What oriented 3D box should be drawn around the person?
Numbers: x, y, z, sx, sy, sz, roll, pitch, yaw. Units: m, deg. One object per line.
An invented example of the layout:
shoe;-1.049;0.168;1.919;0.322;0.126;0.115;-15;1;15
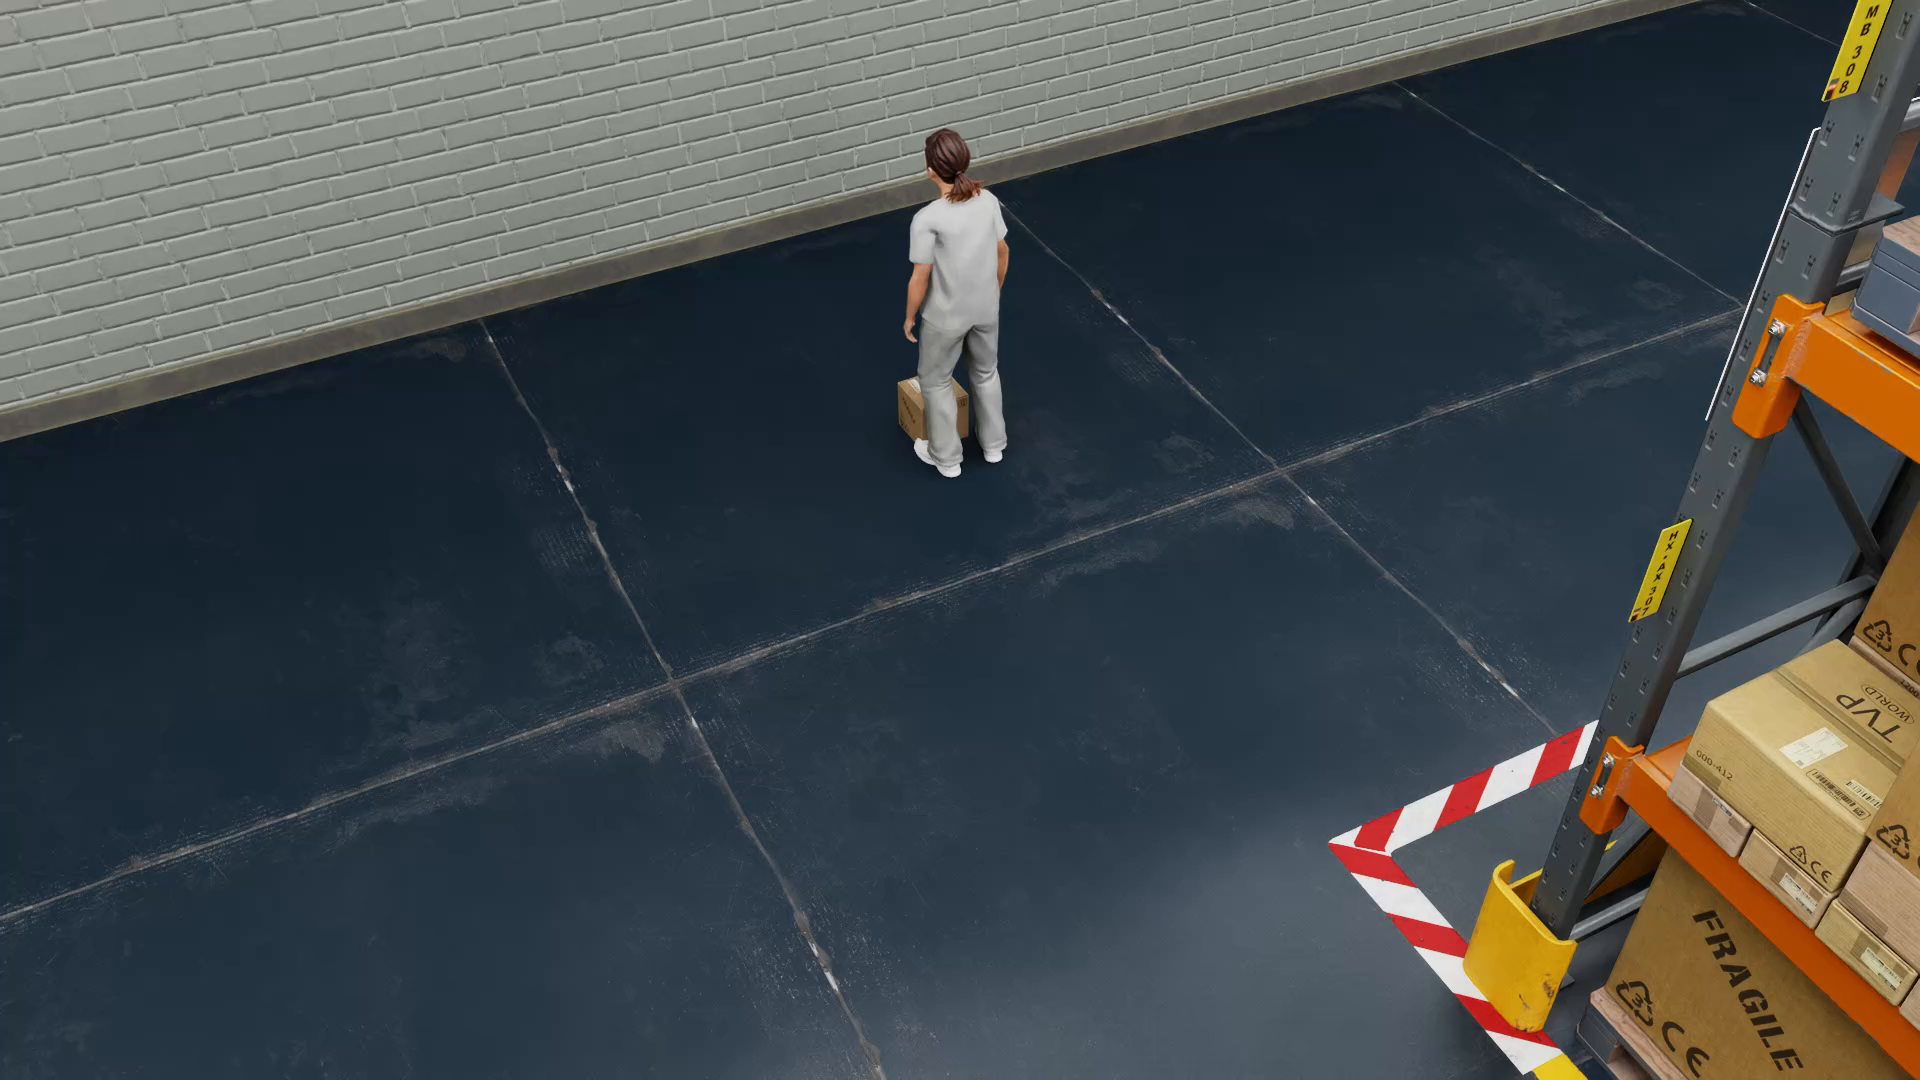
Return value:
person;-0.010;-1.015;7.310;0.508;1.673;0.356;-21;45;-22
